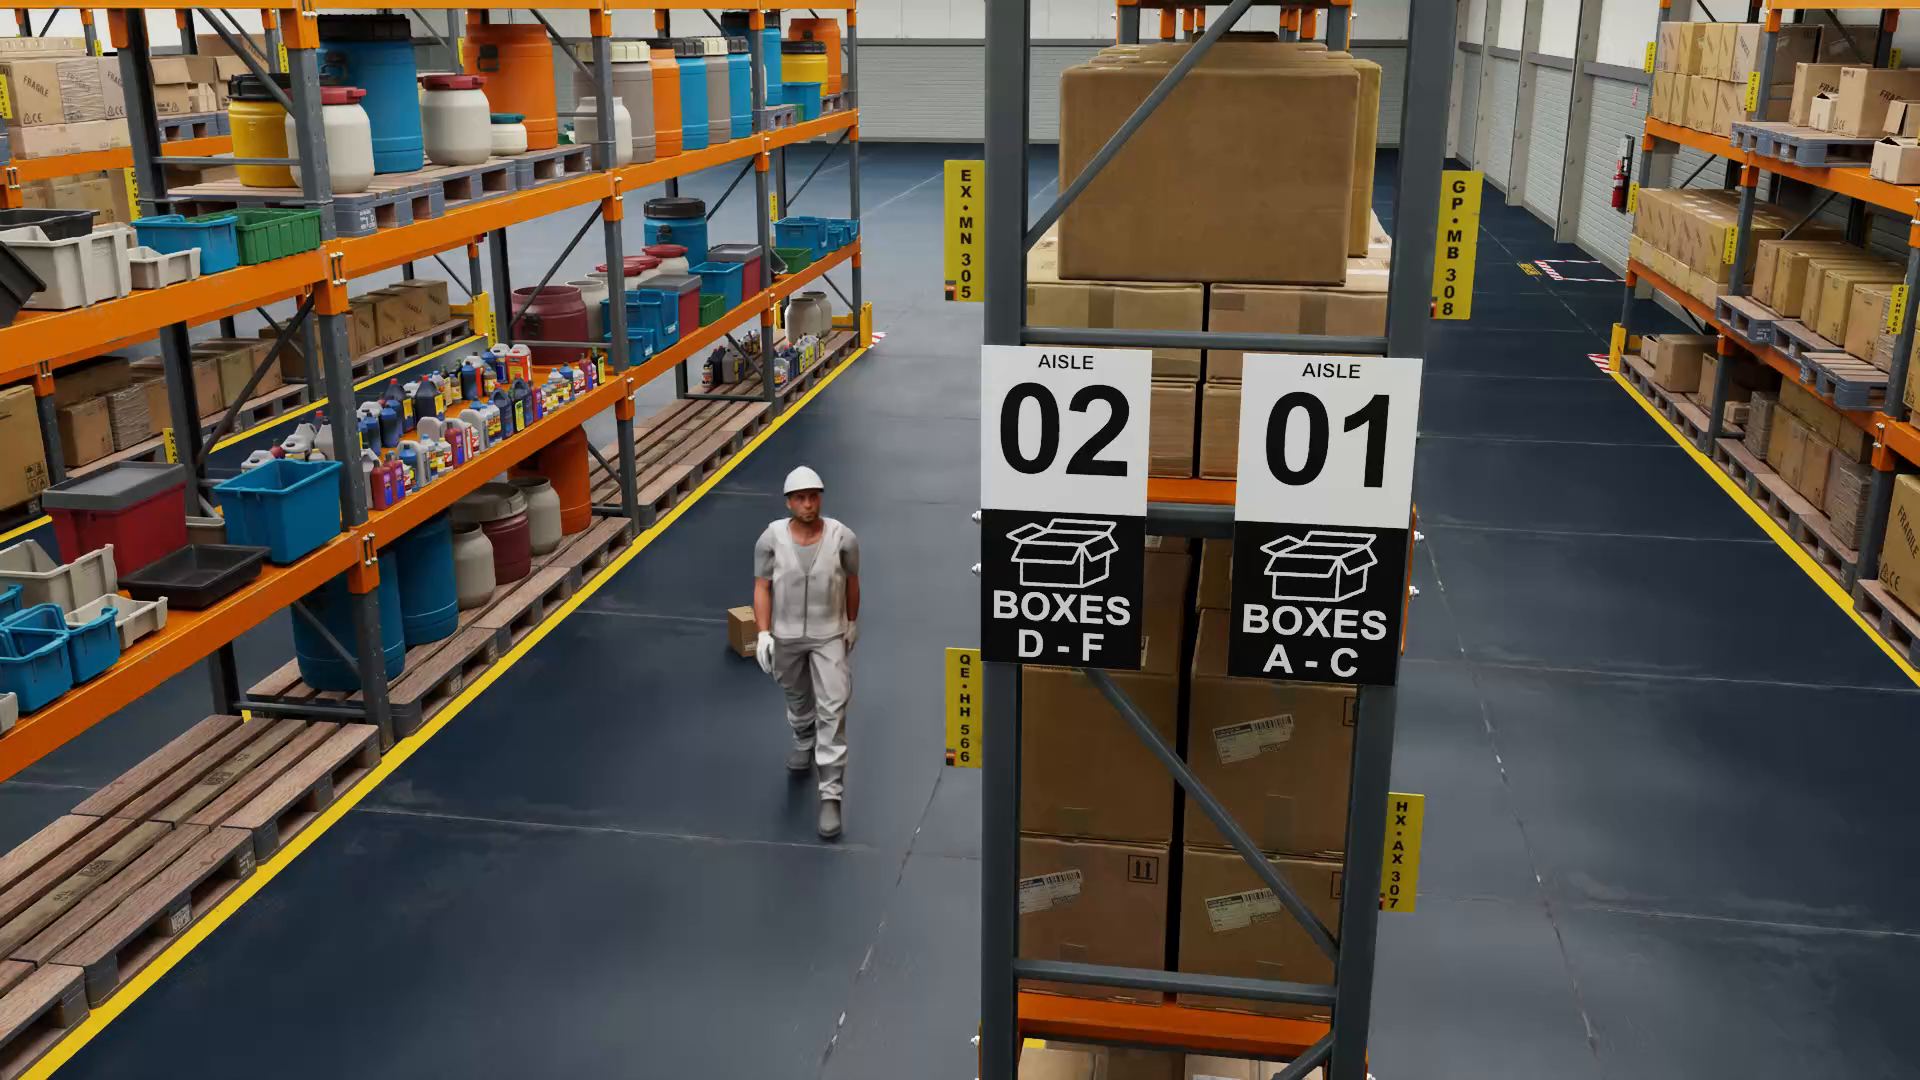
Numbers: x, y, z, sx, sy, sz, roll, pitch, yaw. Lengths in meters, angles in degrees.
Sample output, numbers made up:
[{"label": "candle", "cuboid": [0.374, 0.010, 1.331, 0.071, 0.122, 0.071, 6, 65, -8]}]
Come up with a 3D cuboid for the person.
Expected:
[{"label": "person", "cuboid": [-0.775, 0.495, 8.391, 0.522, 1.733, 1.010, 0, 18, 1]}]
